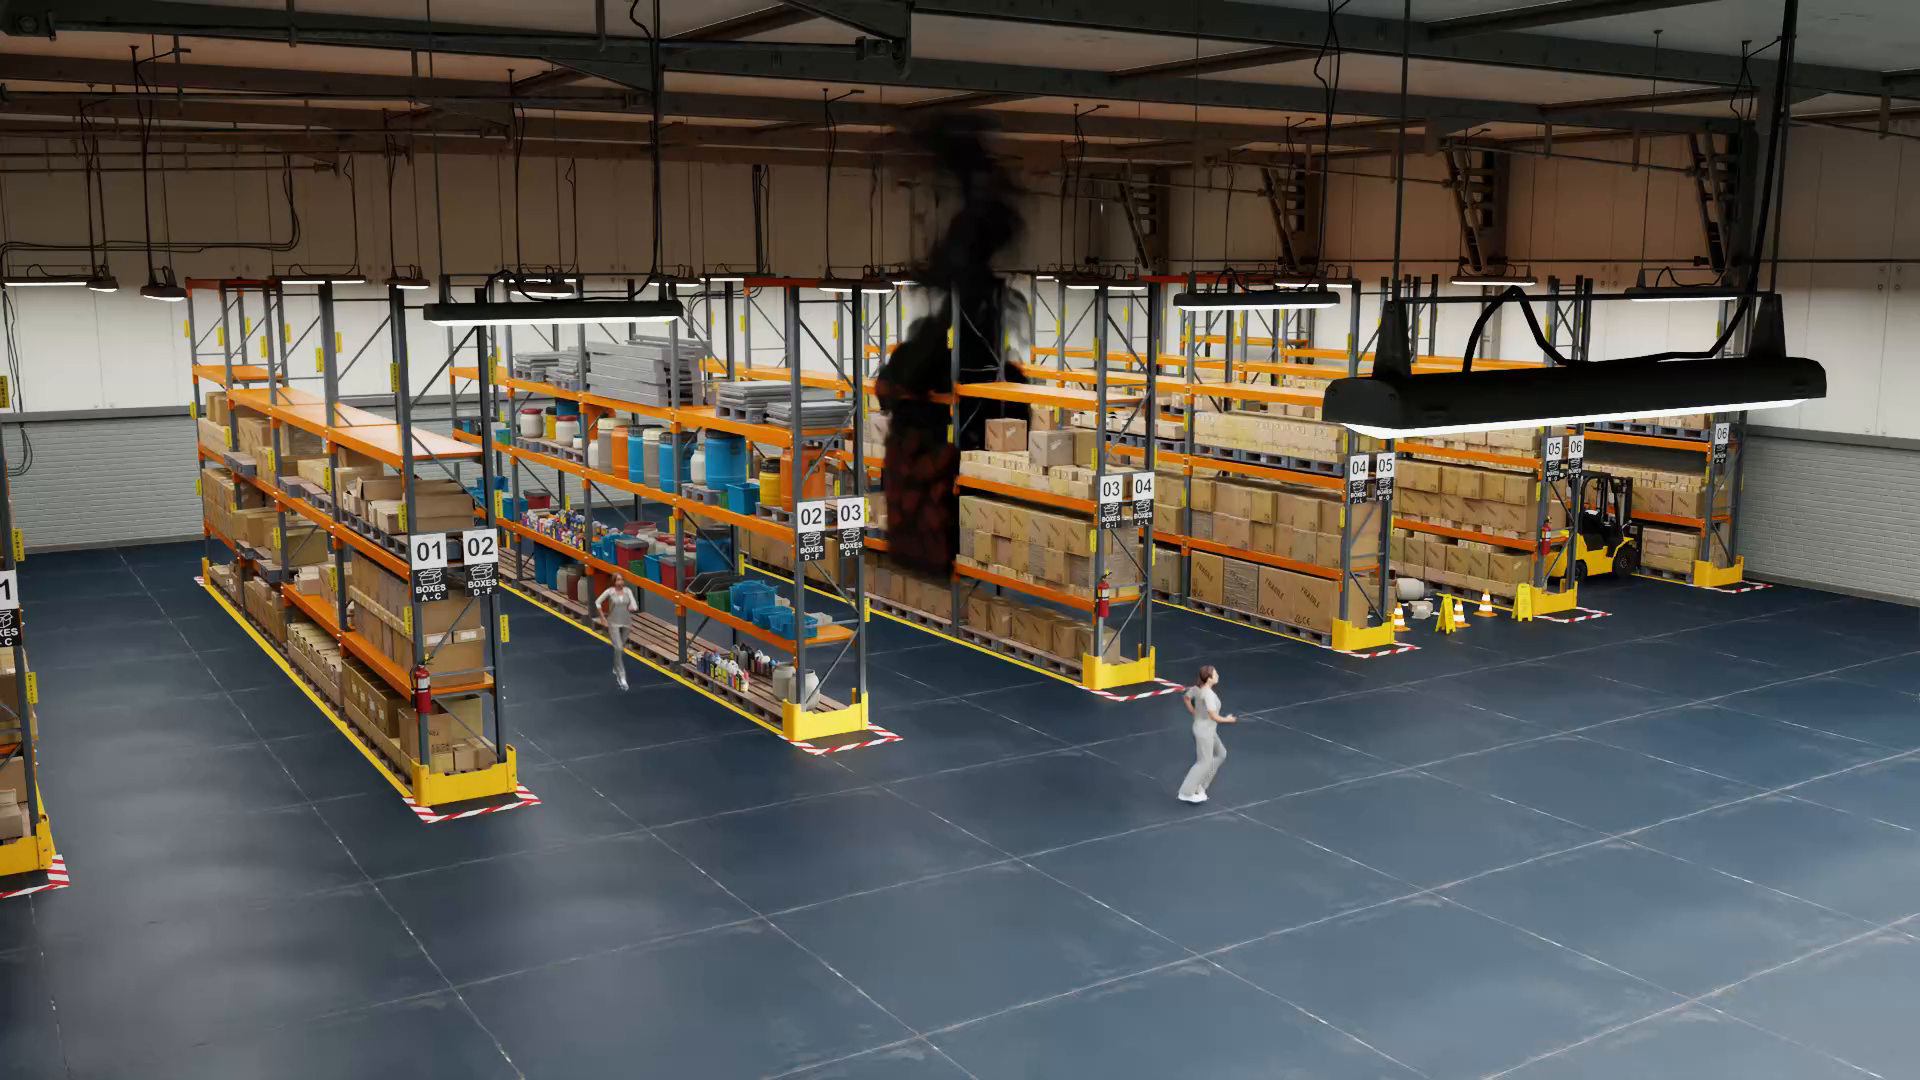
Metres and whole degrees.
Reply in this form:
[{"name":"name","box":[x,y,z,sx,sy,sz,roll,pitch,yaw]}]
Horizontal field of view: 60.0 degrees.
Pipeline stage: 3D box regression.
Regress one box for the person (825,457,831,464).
[{"name":"person","box":[-3.271,-1.198,39.892,0.668,1.788,0.789,1,10,4]}]

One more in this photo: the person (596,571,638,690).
[{"name":"person","box":[-4.889,1.278,23.851,0.516,1.625,0.708,-7,12,-35]}]

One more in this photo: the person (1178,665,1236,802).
[{"name":"person","box":[2.897,2.279,19.531,0.670,1.681,0.584,-1,10,-5]}]
